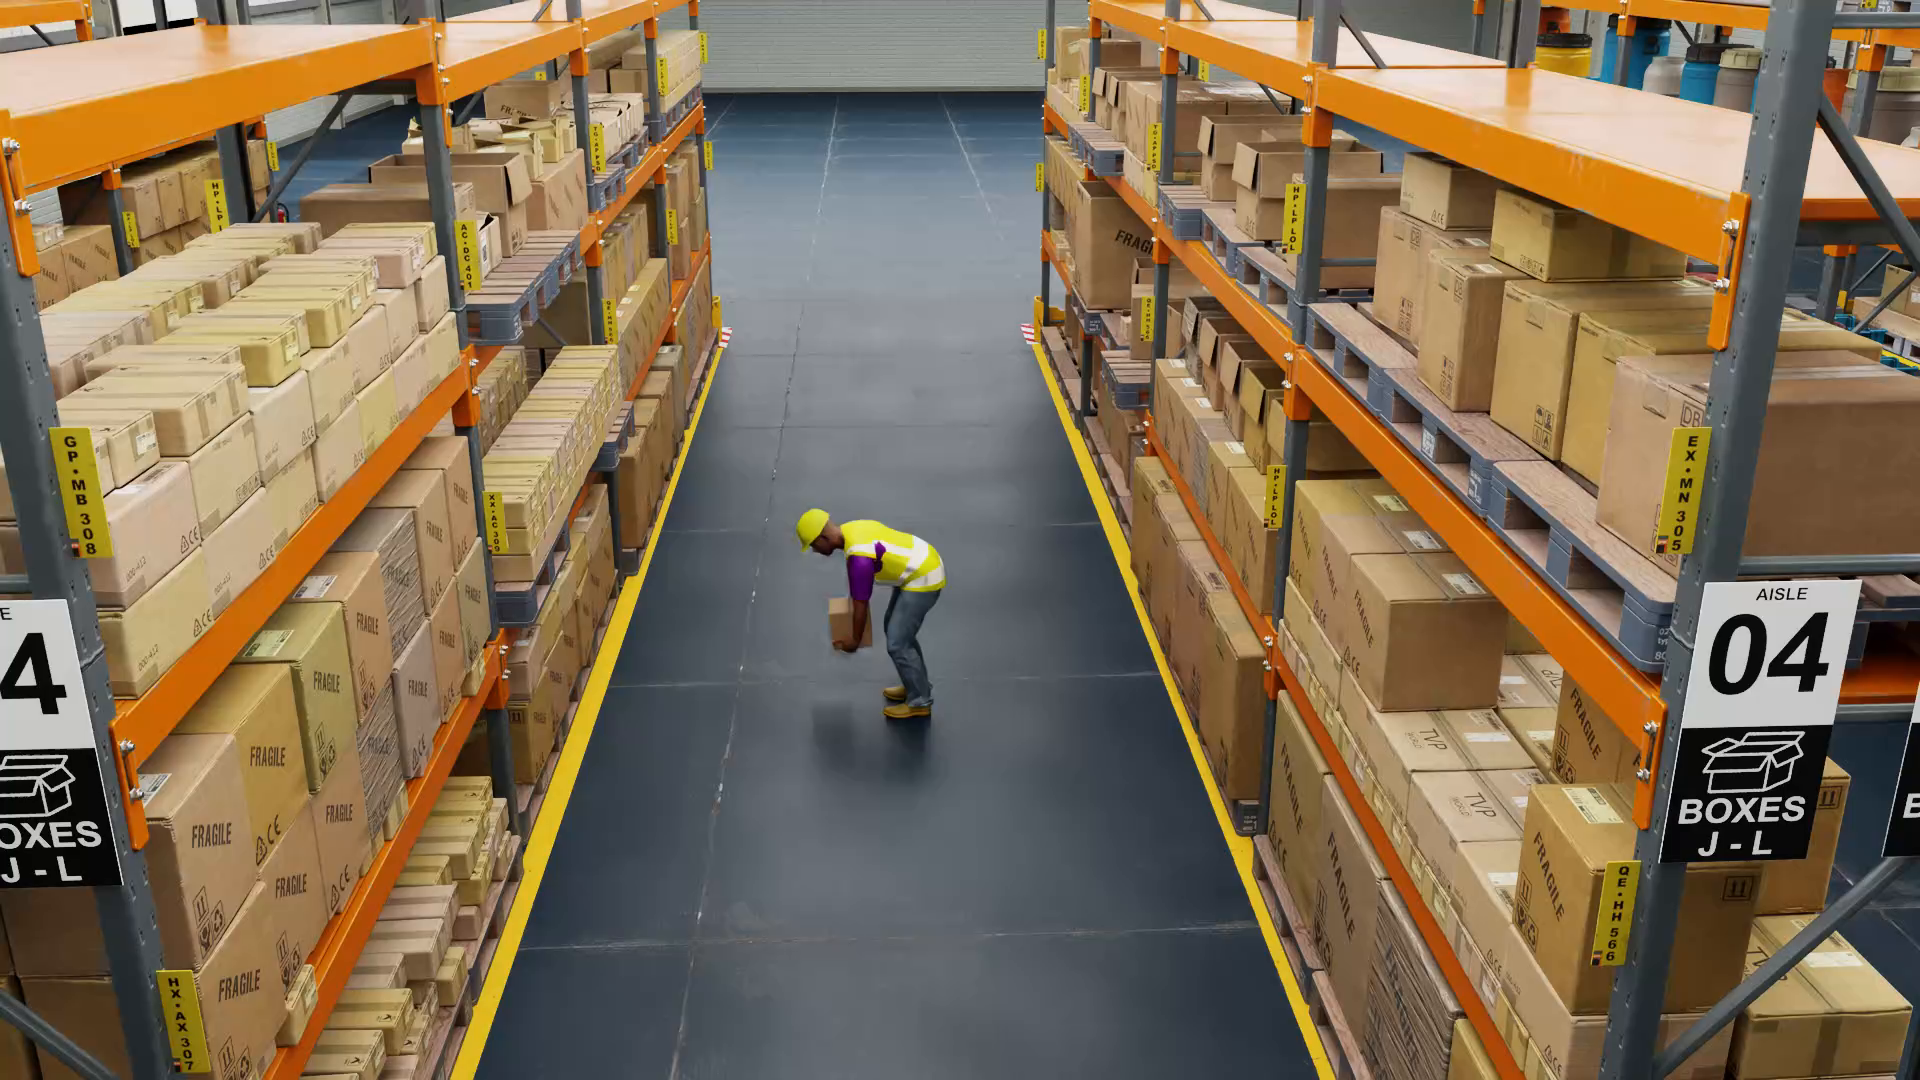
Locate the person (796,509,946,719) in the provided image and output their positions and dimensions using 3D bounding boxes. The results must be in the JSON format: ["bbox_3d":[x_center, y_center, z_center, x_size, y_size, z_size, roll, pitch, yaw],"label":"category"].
[{"bbox_3d":[-0.547,0.442,10.433,0.918,1.355,0.475,-2,20,-4],"label":"person"}]
